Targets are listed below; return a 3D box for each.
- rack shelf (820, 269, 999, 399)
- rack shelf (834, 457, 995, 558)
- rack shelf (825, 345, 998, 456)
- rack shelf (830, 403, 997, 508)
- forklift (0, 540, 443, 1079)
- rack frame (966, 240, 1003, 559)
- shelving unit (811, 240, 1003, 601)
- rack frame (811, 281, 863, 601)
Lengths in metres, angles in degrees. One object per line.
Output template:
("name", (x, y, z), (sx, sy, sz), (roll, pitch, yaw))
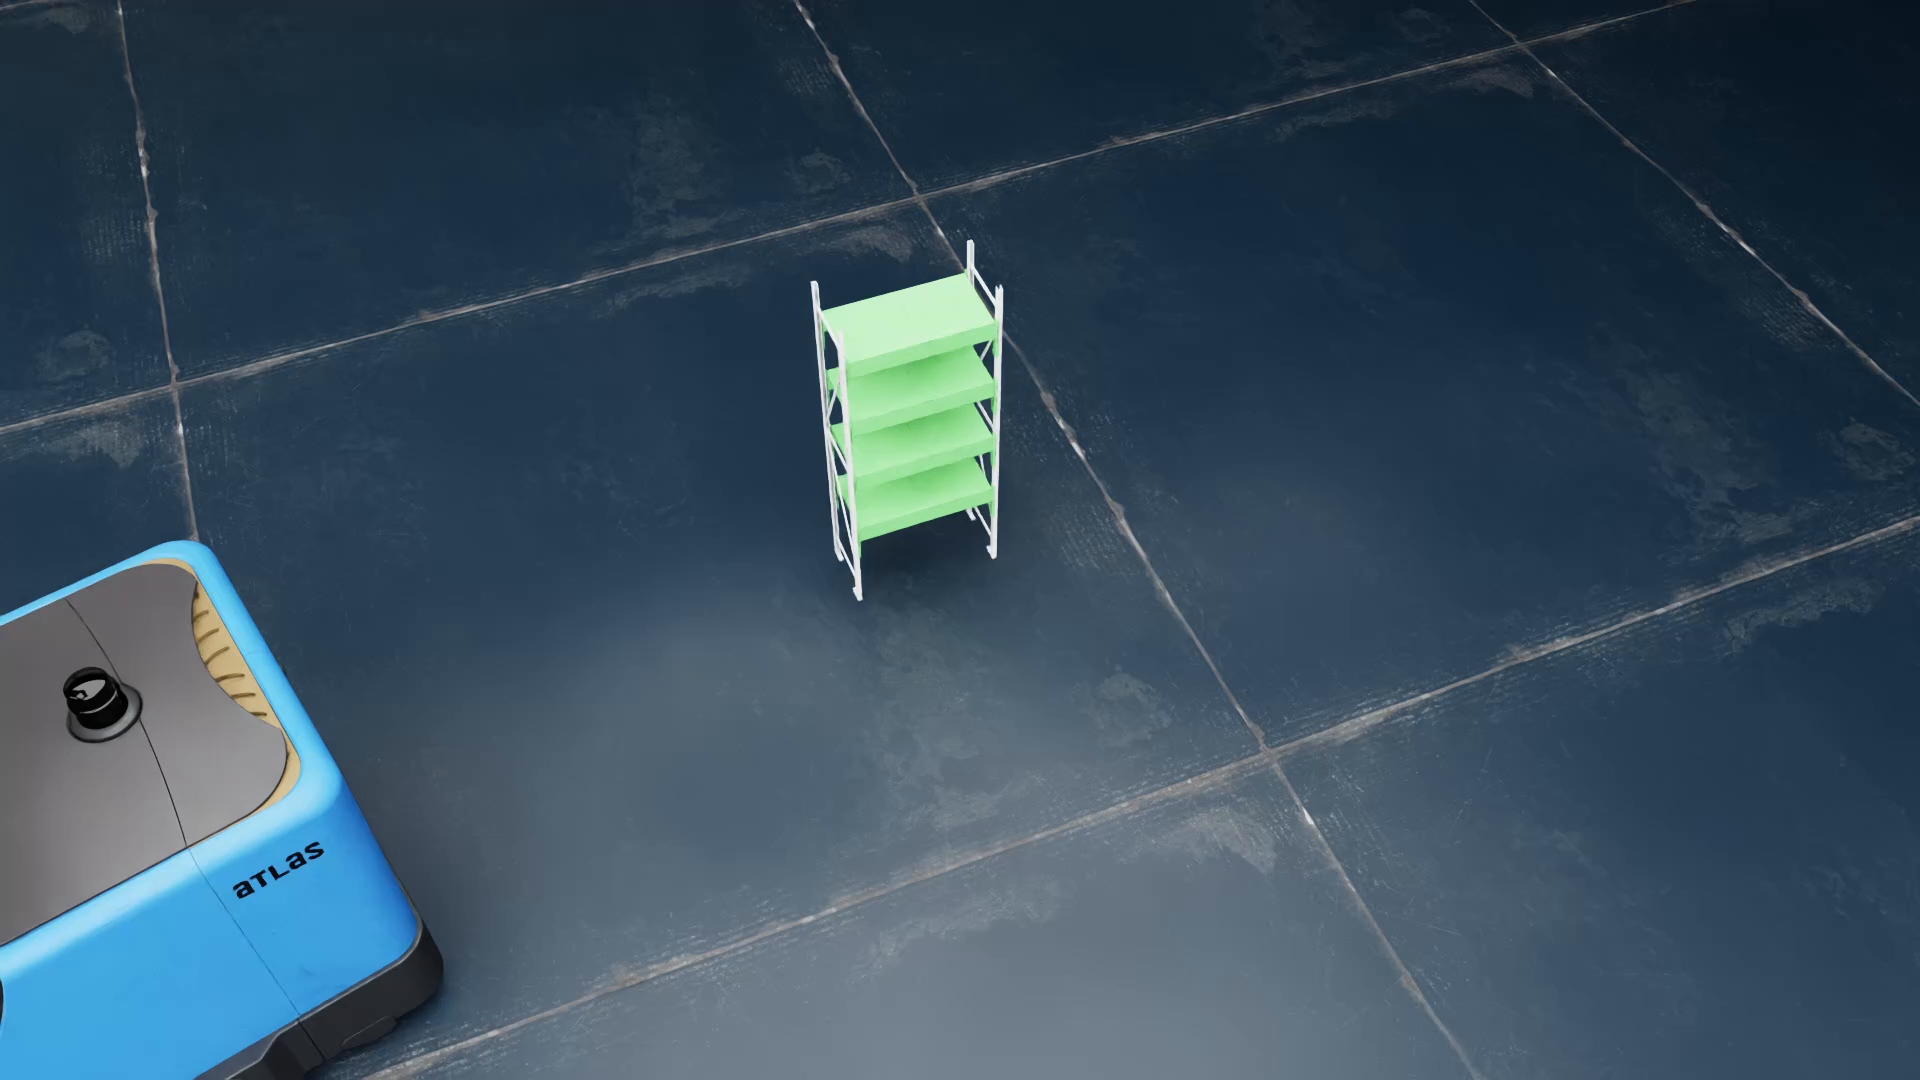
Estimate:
("rack shelf", (-0.153, -0.614, 4.938), (0.480, 0.148, 0.258), (-17, 52, -14))
("rack shelf", (-0.153, -0.145, 5.485), (0.480, 0.148, 0.258), (-17, 52, -14))
("rack shelf", (-0.153, -0.458, 5.120), (0.480, 0.148, 0.258), (-17, 52, -14))
("rack shelf", (-0.153, -0.302, 5.302), (0.480, 0.148, 0.258), (-17, 52, -14))
("forklift", (-2.925, 0.677, 3.237), (3.031, 2.935, 1.130), (-29, 55, -23))
("rack frame", (0.073, -0.413, 5.314), (0.015, 1.200, 0.240), (-17, 52, -14))
("shelving unit", (-0.153, -0.343, 5.254), (0.503, 1.200, 0.258), (-17, 52, -14))
("rack frame", (-0.379, -0.273, 5.194), (0.015, 1.200, 0.240), (-17, 52, -14))
